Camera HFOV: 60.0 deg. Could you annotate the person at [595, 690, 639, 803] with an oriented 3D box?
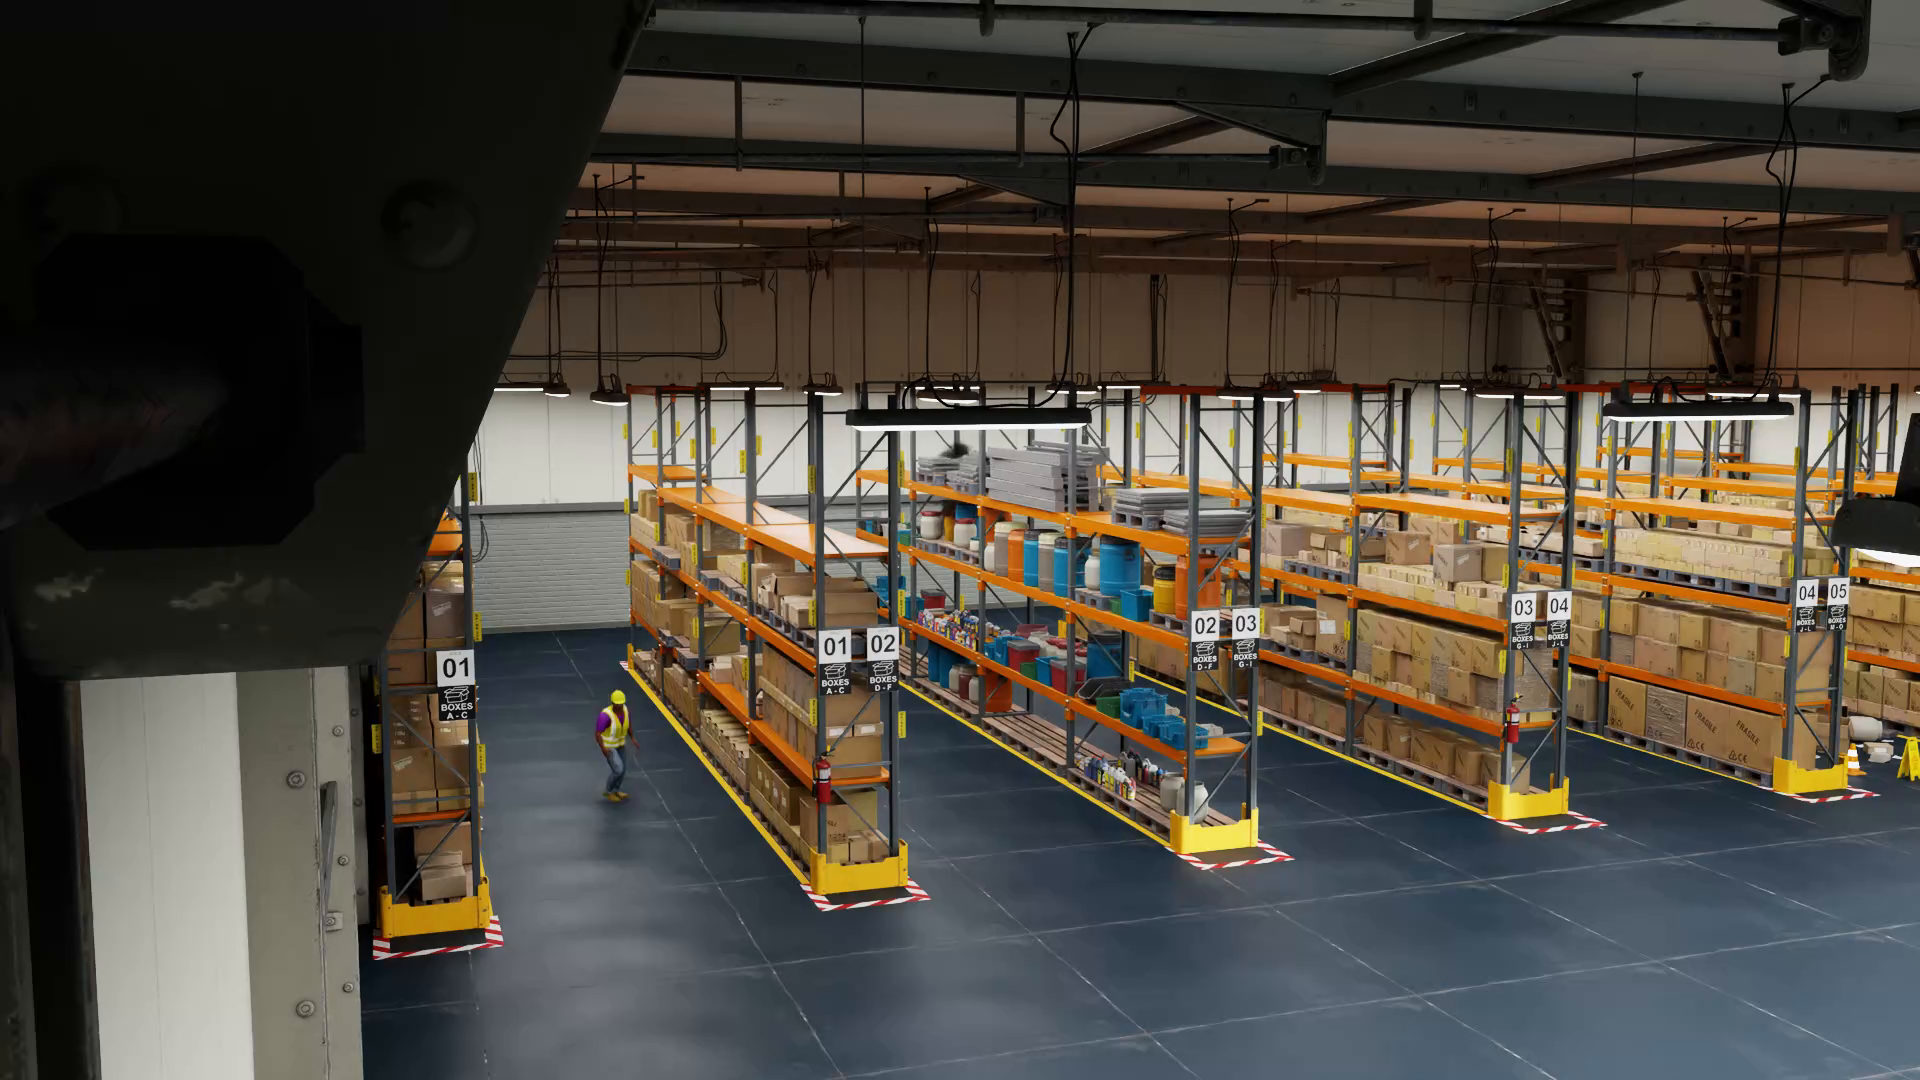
[{"bbox_3d":[-5.026,2.991,24.264,0.614,1.695,0.700,3,7,29],"label":"person"}]
